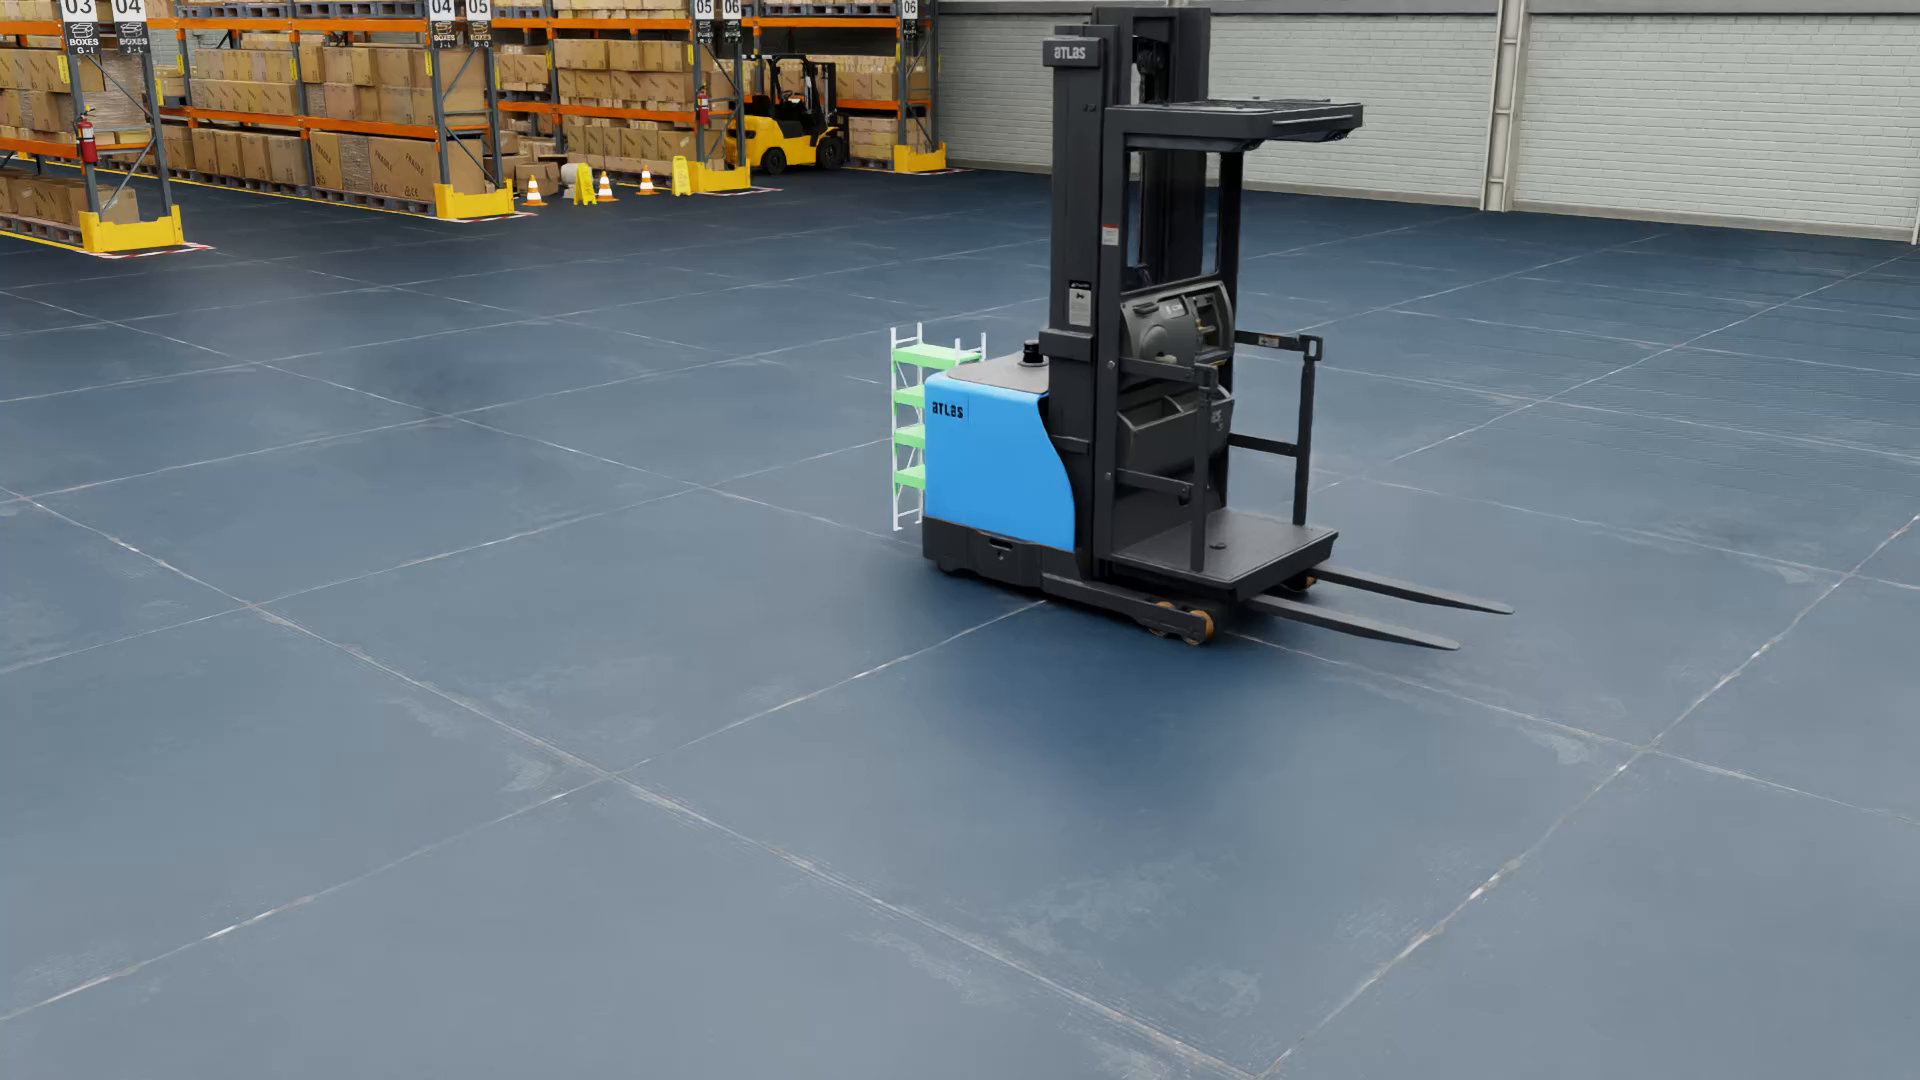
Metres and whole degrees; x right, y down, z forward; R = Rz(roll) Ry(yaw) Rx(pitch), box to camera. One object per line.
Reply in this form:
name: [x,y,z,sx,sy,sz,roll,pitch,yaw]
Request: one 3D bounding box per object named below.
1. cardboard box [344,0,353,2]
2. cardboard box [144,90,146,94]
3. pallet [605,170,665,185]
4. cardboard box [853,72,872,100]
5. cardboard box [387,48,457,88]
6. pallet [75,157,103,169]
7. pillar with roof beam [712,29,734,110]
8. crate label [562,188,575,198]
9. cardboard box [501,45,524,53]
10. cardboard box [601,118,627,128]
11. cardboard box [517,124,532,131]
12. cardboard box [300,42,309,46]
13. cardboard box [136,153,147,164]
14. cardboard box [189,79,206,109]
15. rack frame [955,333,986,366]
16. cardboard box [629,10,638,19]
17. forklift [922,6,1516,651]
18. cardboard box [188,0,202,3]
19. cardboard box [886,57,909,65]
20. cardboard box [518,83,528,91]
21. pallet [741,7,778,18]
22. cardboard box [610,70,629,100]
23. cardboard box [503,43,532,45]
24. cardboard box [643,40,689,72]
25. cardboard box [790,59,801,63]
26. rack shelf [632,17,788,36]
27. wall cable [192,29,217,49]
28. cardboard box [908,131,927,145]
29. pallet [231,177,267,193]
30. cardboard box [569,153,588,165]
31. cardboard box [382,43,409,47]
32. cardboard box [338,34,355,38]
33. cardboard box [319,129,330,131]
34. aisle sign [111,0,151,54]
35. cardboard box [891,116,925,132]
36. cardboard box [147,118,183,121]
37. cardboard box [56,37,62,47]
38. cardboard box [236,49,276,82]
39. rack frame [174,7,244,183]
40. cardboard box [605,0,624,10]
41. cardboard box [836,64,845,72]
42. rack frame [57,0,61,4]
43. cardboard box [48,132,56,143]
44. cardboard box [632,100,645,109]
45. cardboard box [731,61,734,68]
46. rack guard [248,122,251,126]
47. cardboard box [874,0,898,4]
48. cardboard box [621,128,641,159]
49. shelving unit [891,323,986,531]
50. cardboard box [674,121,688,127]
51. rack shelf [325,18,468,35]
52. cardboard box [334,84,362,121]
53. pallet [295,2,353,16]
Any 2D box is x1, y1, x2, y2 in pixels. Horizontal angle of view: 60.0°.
cardboard box: [-9.096,-8.224,25.164,0.250,0.149,0.380,15,23,40]
cardboard box: [-14.508,-8.153,30.064,0.250,0.149,0.380,15,23,39]
pallet: [-5.628,-6.561,29.937,1.213,0.211,1.003,15,23,39]
cardboard box: [-1.711,-8.776,32.141,0.500,0.500,0.500,16,24,41]
cardboard box: [-8.013,-7.078,24.921,0.550,0.550,0.875,15,23,39]
pallet: [-16.790,-7.526,32.976,1.213,0.211,1.003,15,23,39]
pillar with roof beam: [-8.055,-12.017,32.599,0.400,9.000,9.100,15,23,39]
crate label: [-6.368,-5.713,27.388,0.298,0.136,0.250,4,18,11]
cardboard box: [-8.652,-9.499,32.161,0.250,0.149,0.380,14,22,37]
cardboard box: [-6.166,-7.444,29.648,0.250,0.149,0.380,17,24,42]
cardboard box: [-10.374,-9.879,39.800,0.250,0.149,0.380,14,22,38]
cardboard box: [-13.965,-10.529,36.010,0.500,0.500,0.500,15,23,38]
cardboard box: [-15.090,-7.320,31.158,0.500,0.500,0.500,16,23,40]
cardboard box: [-13.116,-7.821,29.133,0.500,0.500,0.500,15,23,40]
rack frame: [0.059,-0.556,9.381,0.015,1.200,0.240,15,23,39]
cardboard box: [-5.471,-9.041,28.596,0.250,0.149,0.380,14,22,38]
forklift: [1.247,-1.071,8.142,3.031,2.935,1.130,14,23,38]
cardboard box: [-12.877,-9.365,28.491,0.500,0.311,0.500,15,23,39]
cardboard box: [-1.195,-9.106,31.615,0.250,0.149,0.380,15,23,39]
cardboard box: [-8.041,-8.484,31.107,0.250,0.149,0.380,15,23,38]
pallet: [-4.447,-10.899,34.351,1.217,0.209,0.805,14,22,37]
cardboard box: [-5.778,-8.004,29.216,0.500,0.500,0.500,15,23,40]
cardboard box: [-10.700,-11.779,40.285,0.500,0.500,0.500,14,23,38]
cardboard box: [-4.979,-8.281,28.437,0.500,0.500,0.700,15,23,40]
cardboard box: [-3.161,-9.597,33.164,0.250,0.149,0.380,16,23,40]
rack shelf: [-5.275,-10.874,35.148,4.000,0.370,1.077,15,23,39]
wall cable: [-19.346,-12.606,42.694,0.122,1.984,0.588,15,23,39]
cardboard box: [-1.001,-7.852,32.419,0.500,0.250,0.500,16,23,40]
pallet: [-11.825,-6.176,28.722,1.213,0.211,1.003,15,23,39]
cardboard box: [-6.809,-6.972,30.473,0.500,0.250,0.500,14,22,37]
cardboard box: [-11.379,-9.836,33.829,0.500,0.500,0.500,15,23,39]
cardboard box: [-13.320,-10.872,36.019,0.250,0.149,0.380,15,23,40]
cardboard box: [-13.453,-8.998,36.546,0.875,0.438,0.875,15,23,38]
aisle sign: [-10.411,-6.511,20.872,0.004,0.787,0.394,15,23,39]
cardboard box: [-1.021,-8.088,32.337,0.500,0.250,0.500,15,23,38]
cardboard box: [-15.164,-7.896,31.730,0.500,0.250,0.500,16,24,42]
cardboard box: [-17.186,-9.530,32.371,0.500,0.500,0.500,14,22,38]
cardboard box: [-11.797,-8.050,28.202,0.500,0.500,0.700,15,23,39]
rack frame: [-13.273,-7.925,29.624,0.127,3.000,1.000,15,23,39]
cardboard box: [-5.786,-9.306,28.773,0.500,0.250,0.500,15,23,40]
cardboard box: [-2.208,-9.198,32.397,0.250,0.149,0.380,15,23,40]
rack frame: [-10.657,-8.076,20.183,0.127,3.000,1.000,15,23,39]
cardboard box: [-11.592,-5.250,21.611,0.250,0.149,0.380,15,23,39]
cardboard box: [-5.504,-7.607,29.037,0.250,0.149,0.380,15,23,39]
cardboard box: [-4.535,-9.870,34.515,0.250,0.149,0.380,15,23,39]
rack guard: [-16.064,-9.485,38.672,0.348,0.500,1.175,15,23,39]
cardboard box: [-1.280,-10.342,31.255,0.500,0.500,0.500,16,24,41]
cardboard box: [-5.617,-7.015,29.368,0.500,0.500,0.500,14,23,38]
shelving unit: [-0.124,-0.605,9.535,0.503,1.200,0.258,15,23,39]
cardboard box: [-5.819,-9.000,36.242,0.625,0.625,0.875,16,24,41]
rack shelf: [-11.558,-10.554,34.137,4.000,0.370,1.077,15,23,39]
cardboard box: [-9.245,-6.882,26.089,0.550,0.550,0.875,15,23,39]
pallet: [-9.676,-8.343,26.128,1.213,0.211,1.003,15,23,39]
